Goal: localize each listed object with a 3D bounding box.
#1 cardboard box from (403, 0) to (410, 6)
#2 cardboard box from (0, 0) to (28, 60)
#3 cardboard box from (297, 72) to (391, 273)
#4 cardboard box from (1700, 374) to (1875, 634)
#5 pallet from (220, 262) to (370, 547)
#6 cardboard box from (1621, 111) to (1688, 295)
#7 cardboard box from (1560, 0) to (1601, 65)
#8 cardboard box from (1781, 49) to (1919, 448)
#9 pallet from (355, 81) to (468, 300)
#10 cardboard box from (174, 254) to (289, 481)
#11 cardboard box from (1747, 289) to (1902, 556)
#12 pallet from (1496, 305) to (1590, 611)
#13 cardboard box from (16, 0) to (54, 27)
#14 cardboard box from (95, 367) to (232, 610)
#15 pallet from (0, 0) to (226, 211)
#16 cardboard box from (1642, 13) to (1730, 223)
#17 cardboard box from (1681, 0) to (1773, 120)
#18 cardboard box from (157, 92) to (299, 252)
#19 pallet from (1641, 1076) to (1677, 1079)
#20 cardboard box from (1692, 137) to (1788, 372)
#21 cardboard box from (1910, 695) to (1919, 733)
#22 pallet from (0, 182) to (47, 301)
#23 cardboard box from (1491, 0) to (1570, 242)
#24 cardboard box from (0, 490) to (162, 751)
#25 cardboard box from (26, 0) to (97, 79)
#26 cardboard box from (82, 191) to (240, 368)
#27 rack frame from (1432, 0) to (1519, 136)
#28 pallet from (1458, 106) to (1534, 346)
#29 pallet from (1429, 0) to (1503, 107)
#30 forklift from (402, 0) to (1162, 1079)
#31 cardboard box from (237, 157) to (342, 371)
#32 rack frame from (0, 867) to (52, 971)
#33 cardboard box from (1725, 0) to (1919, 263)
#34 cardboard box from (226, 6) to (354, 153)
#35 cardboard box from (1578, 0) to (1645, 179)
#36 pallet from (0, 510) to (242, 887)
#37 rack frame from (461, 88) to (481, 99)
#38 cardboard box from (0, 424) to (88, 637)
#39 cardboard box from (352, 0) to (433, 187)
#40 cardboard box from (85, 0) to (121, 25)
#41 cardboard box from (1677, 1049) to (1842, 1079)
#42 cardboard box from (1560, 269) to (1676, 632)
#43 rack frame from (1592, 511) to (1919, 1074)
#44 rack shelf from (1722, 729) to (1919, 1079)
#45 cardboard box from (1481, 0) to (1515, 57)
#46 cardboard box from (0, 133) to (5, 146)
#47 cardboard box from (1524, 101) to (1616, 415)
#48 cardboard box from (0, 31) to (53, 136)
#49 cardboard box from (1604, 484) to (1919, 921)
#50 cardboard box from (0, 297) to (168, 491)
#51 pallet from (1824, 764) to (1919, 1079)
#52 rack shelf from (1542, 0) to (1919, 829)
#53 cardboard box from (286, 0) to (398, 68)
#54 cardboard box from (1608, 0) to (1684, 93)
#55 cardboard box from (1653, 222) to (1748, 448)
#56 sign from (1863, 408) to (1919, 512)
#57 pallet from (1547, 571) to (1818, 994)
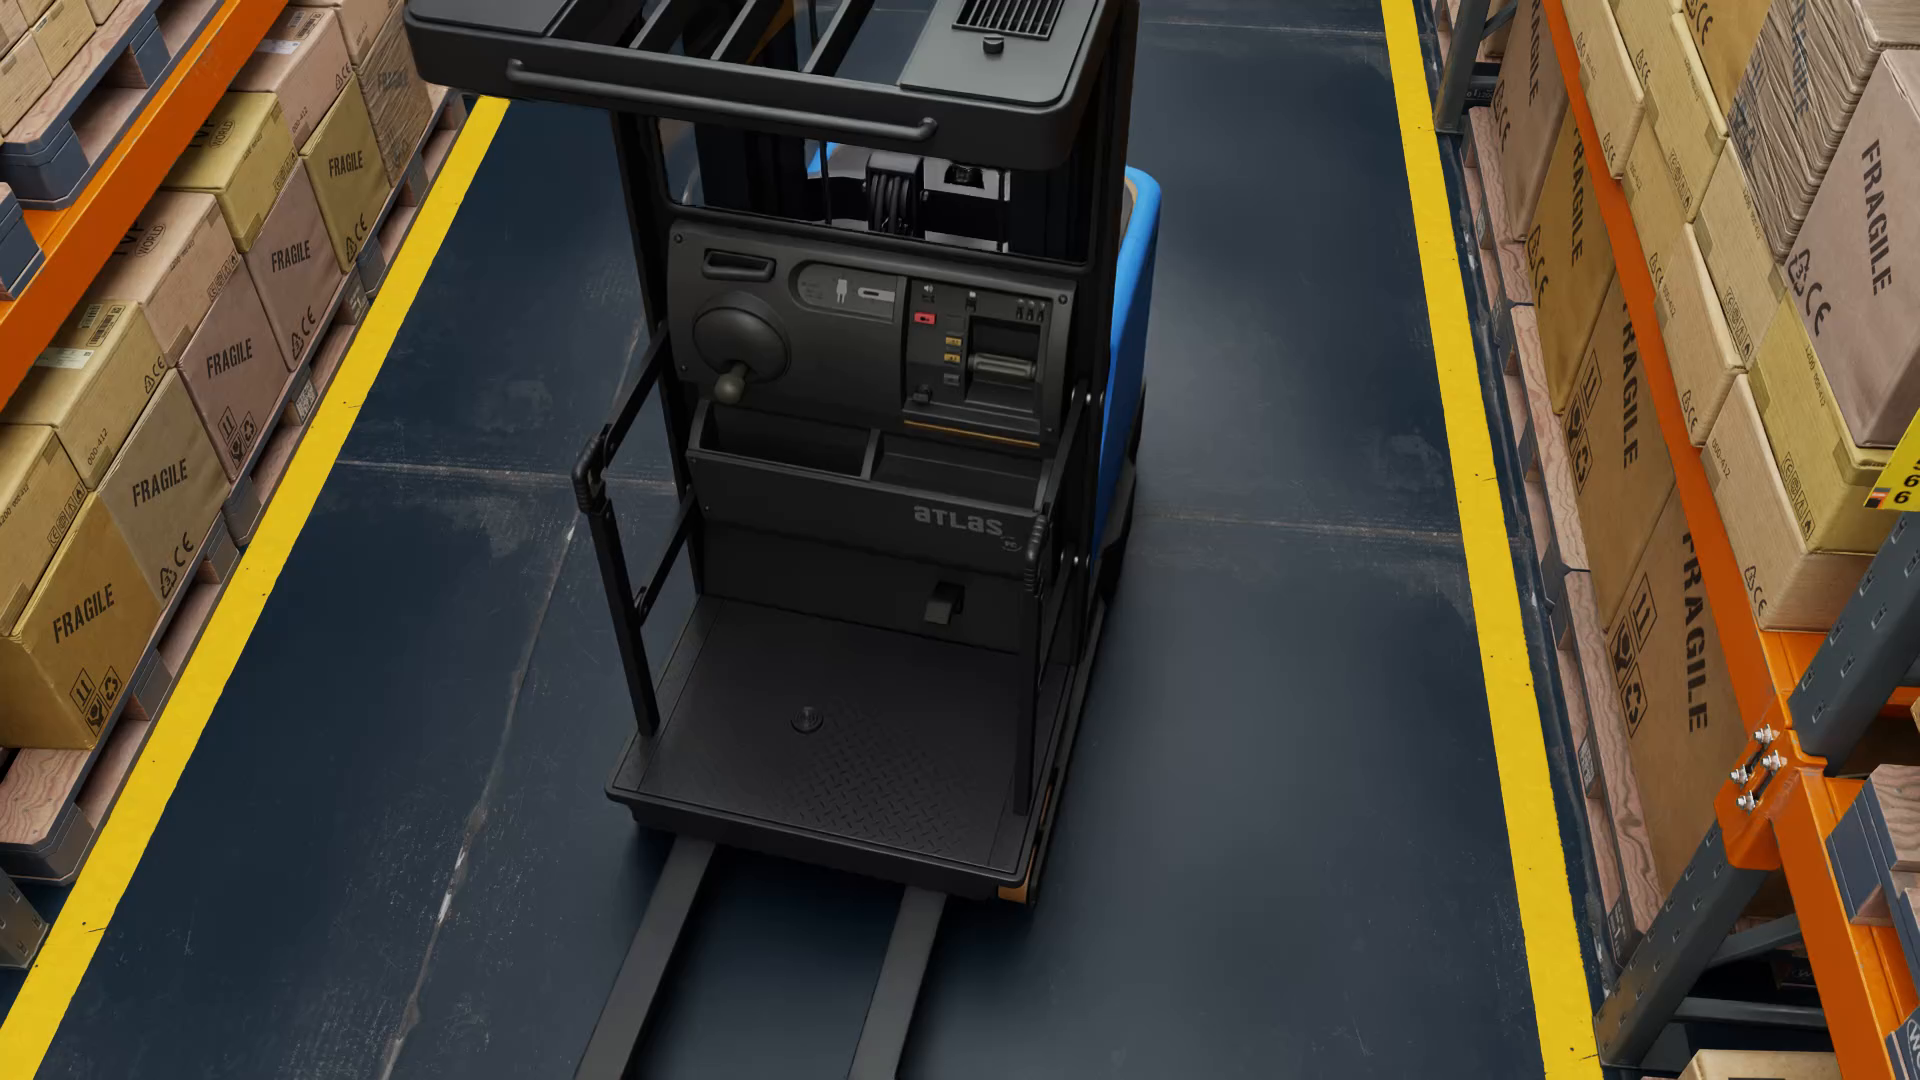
[{"bbox_3d":[-2.151,-2.358,7.021,0.380,0.149,0.250,2,48,2],"label":"cardboard box"},{"bbox_3d":[-2.535,-1.256,4.050,0.380,0.149,0.250,4,48,4],"label":"cardboard box"},{"bbox_3d":[-2.368,-1.293,5.809,0.500,0.500,0.500,3,48,3],"label":"cardboard box"},{"bbox_3d":[1.857,-0.073,3.385,0.500,0.250,0.500,2,48,2],"label":"cardboard box"},{"bbox_3d":[-2.682,-0.520,5.583,1.003,0.211,1.213,4,48,4],"label":"pallet"},{"bbox_3d":[1.950,-0.818,4.067,0.500,0.250,0.500,3,48,3],"label":"cardboard box"},{"bbox_3d":[2.023,-1.562,4.747,0.500,0.250,0.500,4,48,3],"label":"cardboard box"},{"bbox_3d":[1.857,-0.503,2.932,0.500,0.500,0.500,3,48,2],"label":"cardboard box"},{"bbox_3d":[-2.574,-1.419,6.405,1.003,0.211,1.213,4,48,4],"label":"pallet"},{"bbox_3d":[-2.466,-0.541,5.121,0.500,0.500,0.500,3,48,3],"label":"cardboard box"},{"bbox_3d":[1.861,-0.225,3.186,0.500,0.250,0.500,4,48,3],"label":"cardboard box"},{"bbox_3d":[2.331,-0.262,5.346,1.003,0.211,1.213,4,48,4],"label":"pallet"},{"bbox_3d":[-2.509,-1.438,4.217,0.380,0.149,0.250,3,48,3],"label":"cardboard box"},{"bbox_3d":[-2.508,-0.163,4.776,0.500,0.500,0.500,4,48,4],"label":"cardboard box"},{"bbox_3d":[-2.729,-1.386,4.615,1.003,0.211,1.213,4,48,4],"label":"pallet"},{"bbox_3d":[1.930,-0.980,3.876,0.500,0.250,0.500,3,48,3],"label":"cardboard box"},{"bbox_3d":[1.947,-1.245,3.611,0.500,0.500,0.500,4,48,4],"label":"cardboard box"},{"bbox_3d":[-2.414,-1.153,5.173,0.500,0.250,0.500,2,48,2],"label":"cardboard box"},{"bbox_3d":[1.997,1.781,3.478,1.003,0.211,1.213,4,48,4],"label":"pallet"},{"bbox_3d":[1.904,-0.602,3.531,0.500,0.250,0.500,3,48,3],"label":"cardboard box"},{"bbox_3d":[1.798,0.305,2.384,0.500,0.500,0.500,3,48,2],"label":"cardboard box"},{"bbox_3d":[-2.910,-0.459,3.767,1.213,0.211,1.003,4,48,4],"label":"pallet"},{"bbox_3d":[2.458,-1.637,5.870,0.875,0.875,0.875,5,48,5],"label":"cardboard box"},{"bbox_3d":[-2.550,0.206,4.438,0.500,0.500,0.500,2,48,2],"label":"cardboard box"},{"bbox_3d":[-2.508,-1.340,4.328,0.380,0.149,0.250,4,48,4],"label":"cardboard box"},{"bbox_3d":[-2.461,-0.770,4.823,0.500,0.250,0.500,4,48,4],"label":"cardboard box"},{"bbox_3d":[2.434,-2.674,5.663,1.000,3.000,0.127,4,48,4],"label":"rack frame"},{"bbox_3d":[2.439,-1.160,6.168,1.003,0.211,1.213,4,48,4],"label":"pallet"},{"bbox_3d":[2.582,-2.286,7.198,1.003,0.211,1.213,4,48,4],"label":"pallet"},{"bbox_3d":[-0.261,-0.359,3.592,1.130,2.935,3.031,10,48,9],"label":"forklift"},{"bbox_3d":[-2.419,-0.916,5.464,0.500,0.500,0.500,3,48,3],"label":"cardboard box"},{"bbox_3d":[-2.869,0.007,3.211,1.000,3.000,0.127,4,48,4],"label":"rack frame"},{"bbox_3d":[1.895,-0.881,3.277,0.500,0.500,0.500,5,48,4],"label":"cardboard box"},{"bbox_3d":[-2.380,-1.542,5.529,0.500,0.250,0.500,6,48,5],"label":"cardboard box"},{"bbox_3d":[1.969,-1.195,4.412,0.500,0.250,0.500,3,48,3],"label":"cardboard box"},{"bbox_3d":[-2.796,0.374,4.765,1.003,0.211,1.213,4,48,4],"label":"pallet"},{"bbox_3d":[-2.504,-2.932,5.899,1.000,3.000,0.127,4,48,4],"label":"rack frame"},{"bbox_3d":[-2.565,-0.035,4.150,0.500,0.250,0.500,2,48,2],"label":"cardboard box"},{"bbox_3d":[-2.321,-1.670,6.154,0.500,0.500,0.500,3,48,3],"label":"cardboard box"},{"bbox_3d":[-2.483,-1.531,4.503,0.380,0.149,0.250,2,48,2],"label":"cardboard box"},{"bbox_3d":[2.008,1.425,3.410,0.950,0.372,0.625,1,48,1],"label":"cardboard box"},{"bbox_3d":[2.301,-0.316,4.662,0.875,0.875,0.875,4,48,4],"label":"cardboard box"},{"bbox_3d":[2.070,0.266,2.974,1.000,3.000,0.127,4,48,4],"label":"rack frame"},{"bbox_3d":[1.888,1.978,1.895,1.077,0.370,4.000,4,48,4],"label":"rack shelf"},{"bbox_3d":[2.599,-2.405,6.868,0.875,0.438,0.875,3,48,3],"label":"cardboard box"},{"bbox_3d":[-2.555,-0.959,3.980,0.380,0.149,0.250,6,48,5],"label":"cardboard box"},{"bbox_3d":[2.383,-0.973,5.262,0.875,0.875,0.875,5,48,5],"label":"cardboard box"},{"bbox_3d":[-2.533,-1.155,4.159,0.380,0.149,0.250,5,48,5],"label":"cardboard box"},{"bbox_3d":[2.216,0.339,4.062,0.875,0.875,0.875,3,48,3],"label":"cardboard box"},{"bbox_3d":[-2.519,-0.407,4.491,0.500,0.250,0.500,3,48,3],"label":"cardboard box"},{"bbox_3d":[2.111,0.861,2.559,1.213,0.211,1.003,4,48,4],"label":"pallet"},{"bbox_3d":[2.252,-0.961,4.584,1.077,0.370,4.000,4,48,4],"label":"rack shelf"},{"bbox_3d":[-2.320,-1.919,5.874,0.500,0.250,0.500,3,48,2],"label":"cardboard box"},{"bbox_3d":[1.977,-1.362,4.225,0.500,0.250,0.500,3,48,2],"label":"cardboard box"},{"bbox_3d":[1.888,-0.449,3.730,0.500,0.250,0.500,5,48,4],"label":"cardboard box"},{"bbox_3d":[1.517,-0.160,2.579,0.100,0.325,0.005,4,48,4],"label":"sign"},{"bbox_3d":[2.217,0.633,4.528,1.003,0.211,1.213,4,48,4],"label":"pallet"}]
